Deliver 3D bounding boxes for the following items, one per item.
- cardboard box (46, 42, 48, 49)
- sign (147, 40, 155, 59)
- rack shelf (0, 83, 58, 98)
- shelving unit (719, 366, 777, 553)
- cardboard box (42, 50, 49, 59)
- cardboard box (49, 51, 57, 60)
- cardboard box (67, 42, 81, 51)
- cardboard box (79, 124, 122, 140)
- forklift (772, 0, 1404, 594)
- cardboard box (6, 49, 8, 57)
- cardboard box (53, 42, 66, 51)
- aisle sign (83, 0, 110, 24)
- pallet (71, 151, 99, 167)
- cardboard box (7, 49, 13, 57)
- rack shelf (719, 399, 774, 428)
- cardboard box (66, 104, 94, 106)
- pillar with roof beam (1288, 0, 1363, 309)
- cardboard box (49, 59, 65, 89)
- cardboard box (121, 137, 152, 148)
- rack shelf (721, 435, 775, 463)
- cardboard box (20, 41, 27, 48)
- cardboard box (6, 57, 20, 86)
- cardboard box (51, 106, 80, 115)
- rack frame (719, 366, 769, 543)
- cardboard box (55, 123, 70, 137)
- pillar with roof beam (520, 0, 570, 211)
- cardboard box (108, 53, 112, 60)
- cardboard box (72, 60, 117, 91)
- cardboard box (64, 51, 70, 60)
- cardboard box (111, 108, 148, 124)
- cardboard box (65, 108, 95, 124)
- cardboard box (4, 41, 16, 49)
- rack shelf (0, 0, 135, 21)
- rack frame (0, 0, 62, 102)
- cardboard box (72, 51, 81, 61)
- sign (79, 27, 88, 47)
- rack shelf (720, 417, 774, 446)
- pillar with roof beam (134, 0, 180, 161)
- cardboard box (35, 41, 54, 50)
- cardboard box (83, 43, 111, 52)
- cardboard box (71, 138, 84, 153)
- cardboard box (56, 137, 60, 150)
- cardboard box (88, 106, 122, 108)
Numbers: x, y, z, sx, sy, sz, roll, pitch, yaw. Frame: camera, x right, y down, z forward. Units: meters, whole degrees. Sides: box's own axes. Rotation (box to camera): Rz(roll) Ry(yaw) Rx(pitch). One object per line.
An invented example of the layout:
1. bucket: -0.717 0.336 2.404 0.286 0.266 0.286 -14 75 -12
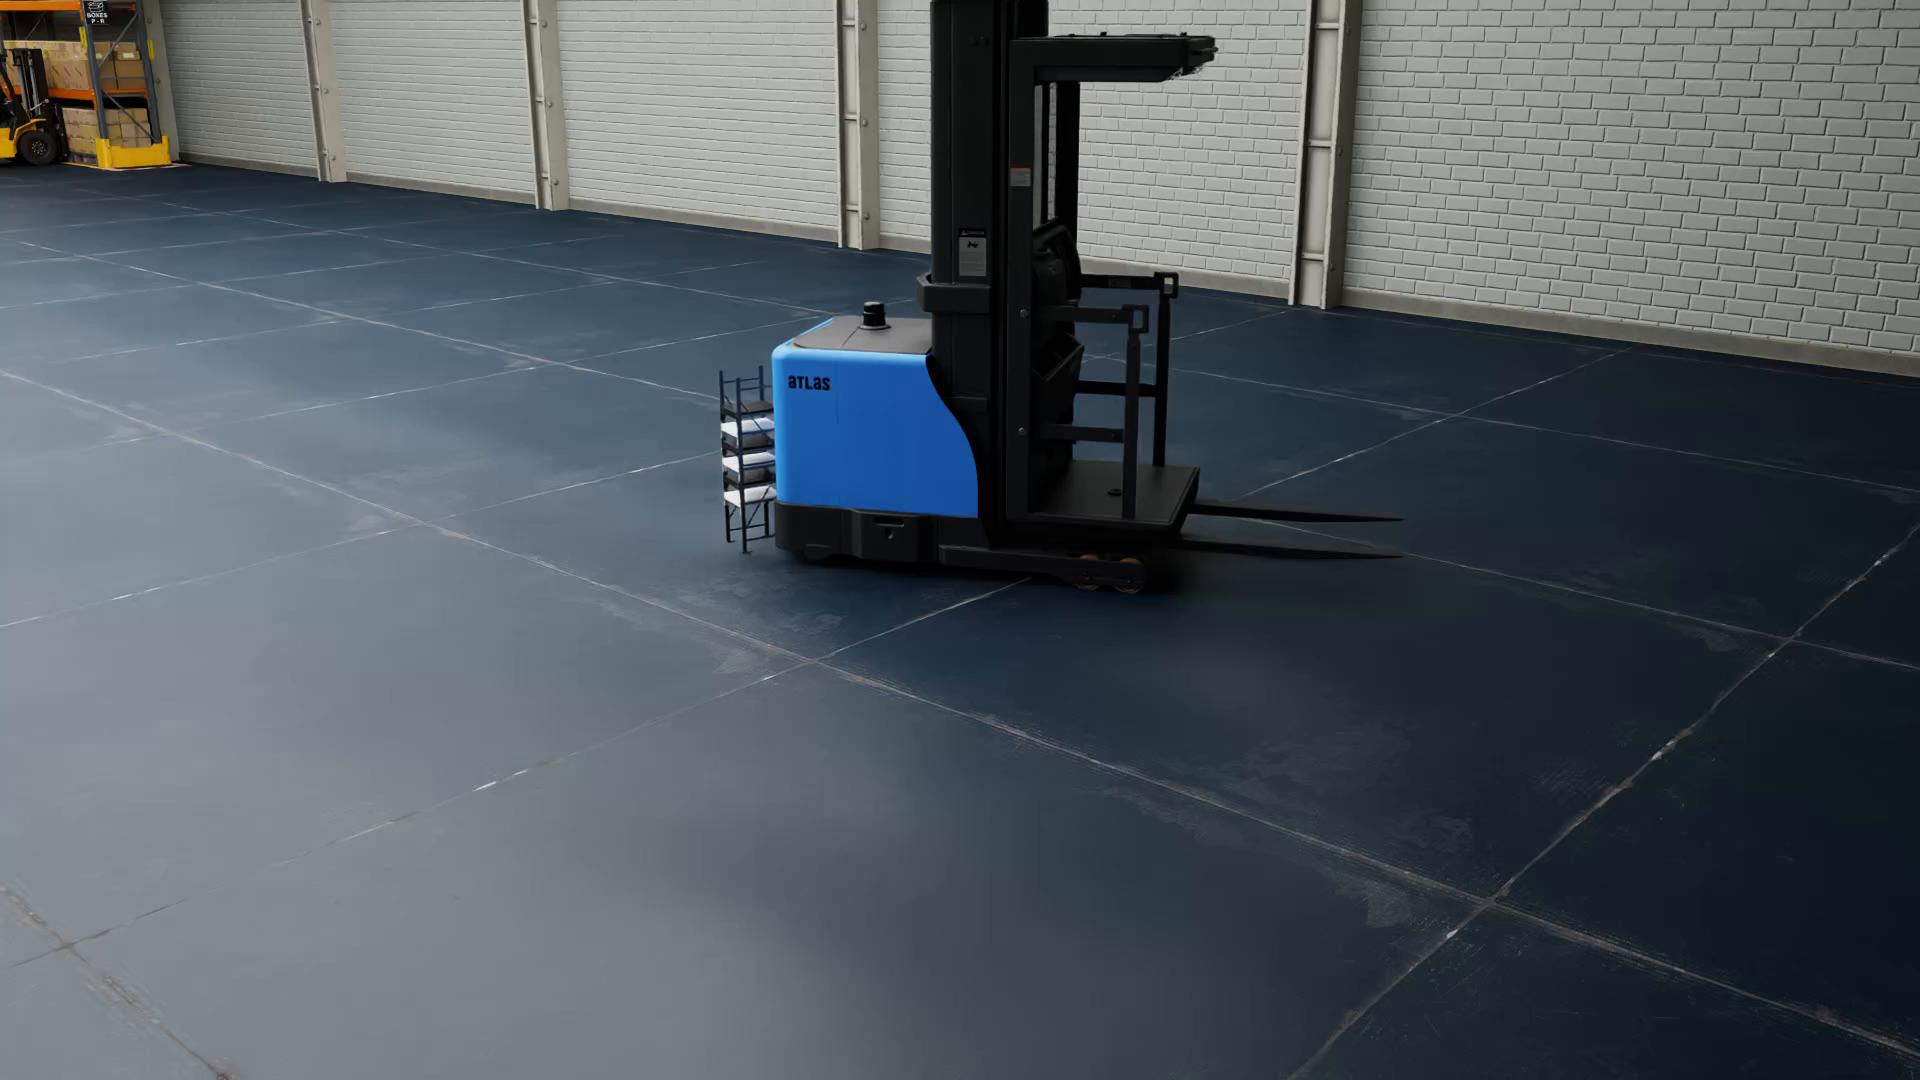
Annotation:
1. cardboard box: -16.268 -8.936 30.079 0.250 0.149 0.380 15 23 40
2. sign: -14.336 -8.681 29.444 0.005 0.325 0.100 15 23 39
3. rack shelf: -19.197 -8.968 33.100 4.000 0.370 1.077 15 23 39
4. shelving unit: -1.048 -0.409 8.412 0.258 0.900 0.210 -11 20 -30
5. cardboard box: -16.494 -8.828 30.231 0.250 0.149 0.380 14 23 38
6. cardboard box: -16.130 -8.721 29.895 0.250 0.149 0.380 15 23 40
7. cardboard box: -15.536 -8.718 29.393 0.250 0.149 0.380 16 23 40
8. cardboard box: -15.281 -7.261 29.557 0.500 0.250 0.500 15 23 39
9. forklift: 0.653 -1.321 7.929 3.031 2.935 1.130 5 18 14
10. cardboard box: -18.104 -9.284 31.670 0.250 0.149 0.380 16 24 41
11. cardboard box: -15.941 -8.812 29.689 0.250 0.149 0.380 16 23 41
12. aisle sign: -14.855 -9.266 28.551 0.004 0.787 0.394 15 23 39
13. pallet: -15.309 -6.921 30.071 1.213 0.211 1.003 15 23 39
14. cardboard box: -17.637 -9.143 31.223 0.250 0.149 0.380 15 23 38
15. rack shelf: -1.049 -0.635 8.341 0.258 0.077 0.200 -11 20 -30
16. cardboard box: -16.446 -8.017 31.114 0.500 0.250 0.500 15 23 40
17. pillar with roof beam: 0.461 -5.516 11.117 0.400 9.000 9.100 15 23 39
18. cardboard box: -16.017 -8.402 29.963 0.500 0.500 0.500 14 23 38
19. cardboard box: -14.947 -7.138 29.997 0.500 0.250 0.500 15 23 39
20. rack shelf: -1.048 -0.463 8.395 0.258 0.077 0.200 -11 20 -30
21. cardboard box: -17.083 -9.120 30.662 0.250 0.149 0.380 16 23 40
22. cardboard box: -17.542 -8.809 31.244 0.500 0.500 0.500 14 22 38
23. cardboard box: -16.405 -7.798 30.422 0.500 0.250 0.500 14 23 38
24. rack frame: -1.102 -0.435 8.494 0.240 0.900 0.006 -11 20 -30
25. cardboard box: -16.049 -7.463 30.193 0.500 0.250 0.500 14 23 38
26. pillar with roof beam: -8.514 -7.926 18.709 0.400 9.000 9.100 15 23 39
27. cardboard box: -15.018 -8.625 29.592 0.250 0.149 0.380 15 23 39
28. cardboard box: -15.252 -8.193 29.304 0.500 0.500 0.500 14 23 38
29. cardboard box: -15.697 -8.632 29.614 0.250 0.149 0.380 15 23 39
30. cardboard box: -14.943 -7.612 29.835 0.500 0.250 0.500 15 23 38
31. cardboard box: -15.647 -7.595 29.784 0.500 0.250 0.500 16 23 40
32. cardboard box: -17.660 -9.277 31.154 0.250 0.149 0.380 16 23 40
33. rack shelf: -16.205 -9.594 30.115 4.000 0.370 1.077 15 23 39
34. rack frame: -17.701 -8.909 31.726 0.127 3.000 1.000 15 23 39
35. cardboard box: -15.365 -8.514 29.242 0.250 0.149 0.380 16 23 40
36. sign: -15.080 -8.651 28.606 0.005 0.325 0.100 15 23 39
37. rack shelf: -1.049 -0.549 8.368 0.258 0.077 0.200 -11 20 -30
38. pillar with roof beam: -17.489 -10.335 26.301 0.400 9.000 9.100 15 23 39
39. cardboard box: -16.643 -9.036 30.396 0.250 0.149 0.380 15 23 39
40. cardboard box: -15.117 -8.629 29.113 0.250 0.149 0.380 15 23 39
41. cardboard box: -15.636 -7.120 29.941 0.500 0.250 0.500 15 23 39
42. cardboard box: -16.408 -7.322 30.576 0.500 0.250 0.500 16 24 41
43. cardboard box: -15.686 -7.814 30.473 0.500 0.250 0.500 15 23 39
